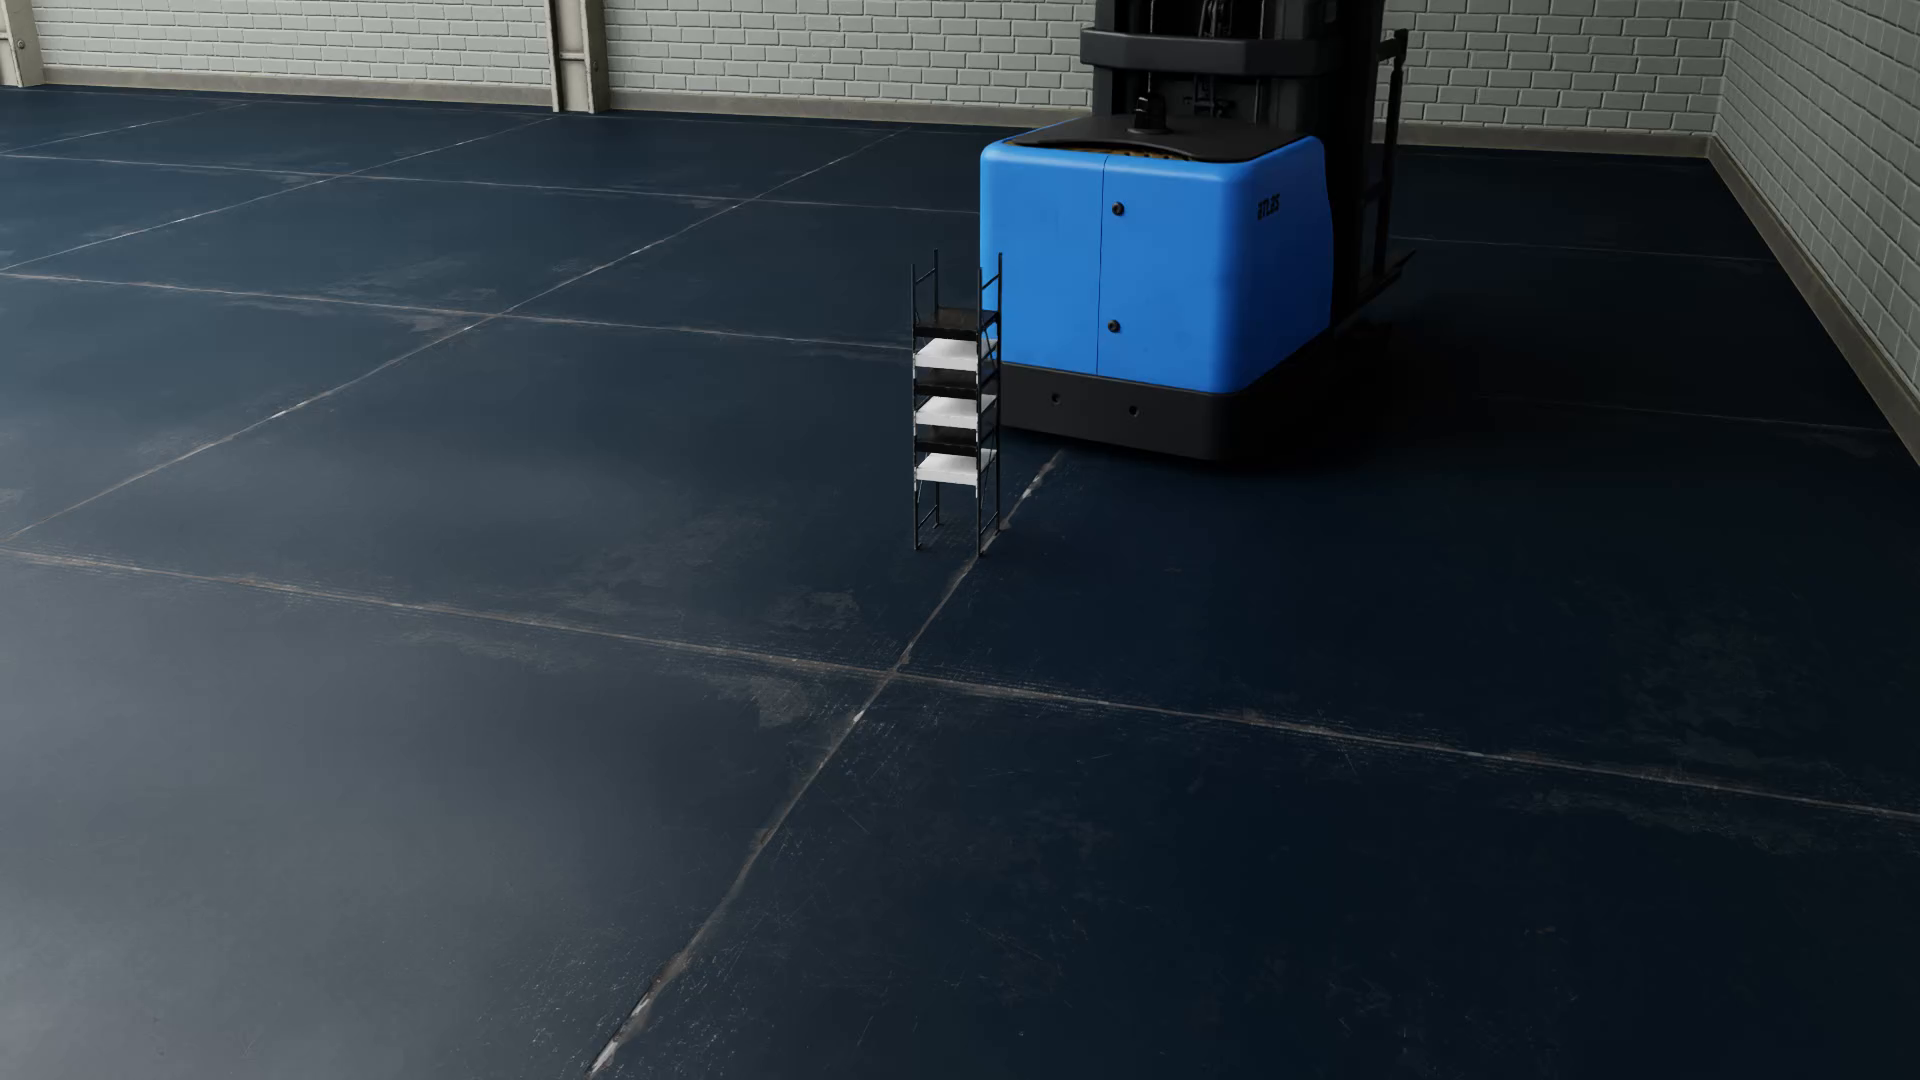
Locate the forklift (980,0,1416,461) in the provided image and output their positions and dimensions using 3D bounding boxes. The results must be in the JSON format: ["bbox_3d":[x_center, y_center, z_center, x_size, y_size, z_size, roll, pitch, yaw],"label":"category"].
[{"bbox_3d":[1.211,-2.145,6.637,1.130,2.935,3.031,12,25,27],"label":"forklift"}]

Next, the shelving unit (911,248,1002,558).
[{"bbox_3d":[-0.008,-0.417,5.101,0.210,0.900,0.258,7,23,16],"label":"shelving unit"}]

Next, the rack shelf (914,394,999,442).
[{"bbox_3d":[-0.008,-0.386,5.114,0.200,0.077,0.258,7,23,16],"label":"rack shelf"}]

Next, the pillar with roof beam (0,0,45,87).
[{"bbox_3d":[-10.226,-6.946,10.346,0.400,9.000,9.100,7,23,16],"label":"pillar with roof beam"}]

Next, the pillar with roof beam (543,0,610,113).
[{"bbox_3d":[-4.482,-6.288,8.743,0.400,9.000,9.100,7,23,16],"label":"pillar with roof beam"}]

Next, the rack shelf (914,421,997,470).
[{"bbox_3d":[-0.008,-0.303,5.148,0.200,0.077,0.258,7,23,16],"label":"rack shelf"}]

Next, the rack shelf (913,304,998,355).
[{"bbox_3d":[-0.008,-0.636,5.012,0.200,0.077,0.258,7,23,16],"label":"rack shelf"}]

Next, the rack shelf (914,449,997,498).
[{"bbox_3d":[-0.008,-0.220,5.182,0.200,0.077,0.258,7,23,16],"label":"rack shelf"}]

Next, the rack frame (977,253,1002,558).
[{"bbox_3d":[0.090,-0.406,5.074,0.006,0.900,0.240,7,23,16],"label":"rack frame"}]

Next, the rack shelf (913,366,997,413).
[{"bbox_3d":[-0.008,-0.470,5.080,0.200,0.077,0.258,7,23,16],"label":"rack shelf"}]

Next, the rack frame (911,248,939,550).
[{"bbox_3d":[-0.105,-0.428,5.129,0.006,0.900,0.240,7,23,16],"label":"rack frame"}]

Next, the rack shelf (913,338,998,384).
[{"bbox_3d":[-0.008,-0.553,5.046,0.200,0.077,0.258,7,23,16],"label":"rack shelf"}]
